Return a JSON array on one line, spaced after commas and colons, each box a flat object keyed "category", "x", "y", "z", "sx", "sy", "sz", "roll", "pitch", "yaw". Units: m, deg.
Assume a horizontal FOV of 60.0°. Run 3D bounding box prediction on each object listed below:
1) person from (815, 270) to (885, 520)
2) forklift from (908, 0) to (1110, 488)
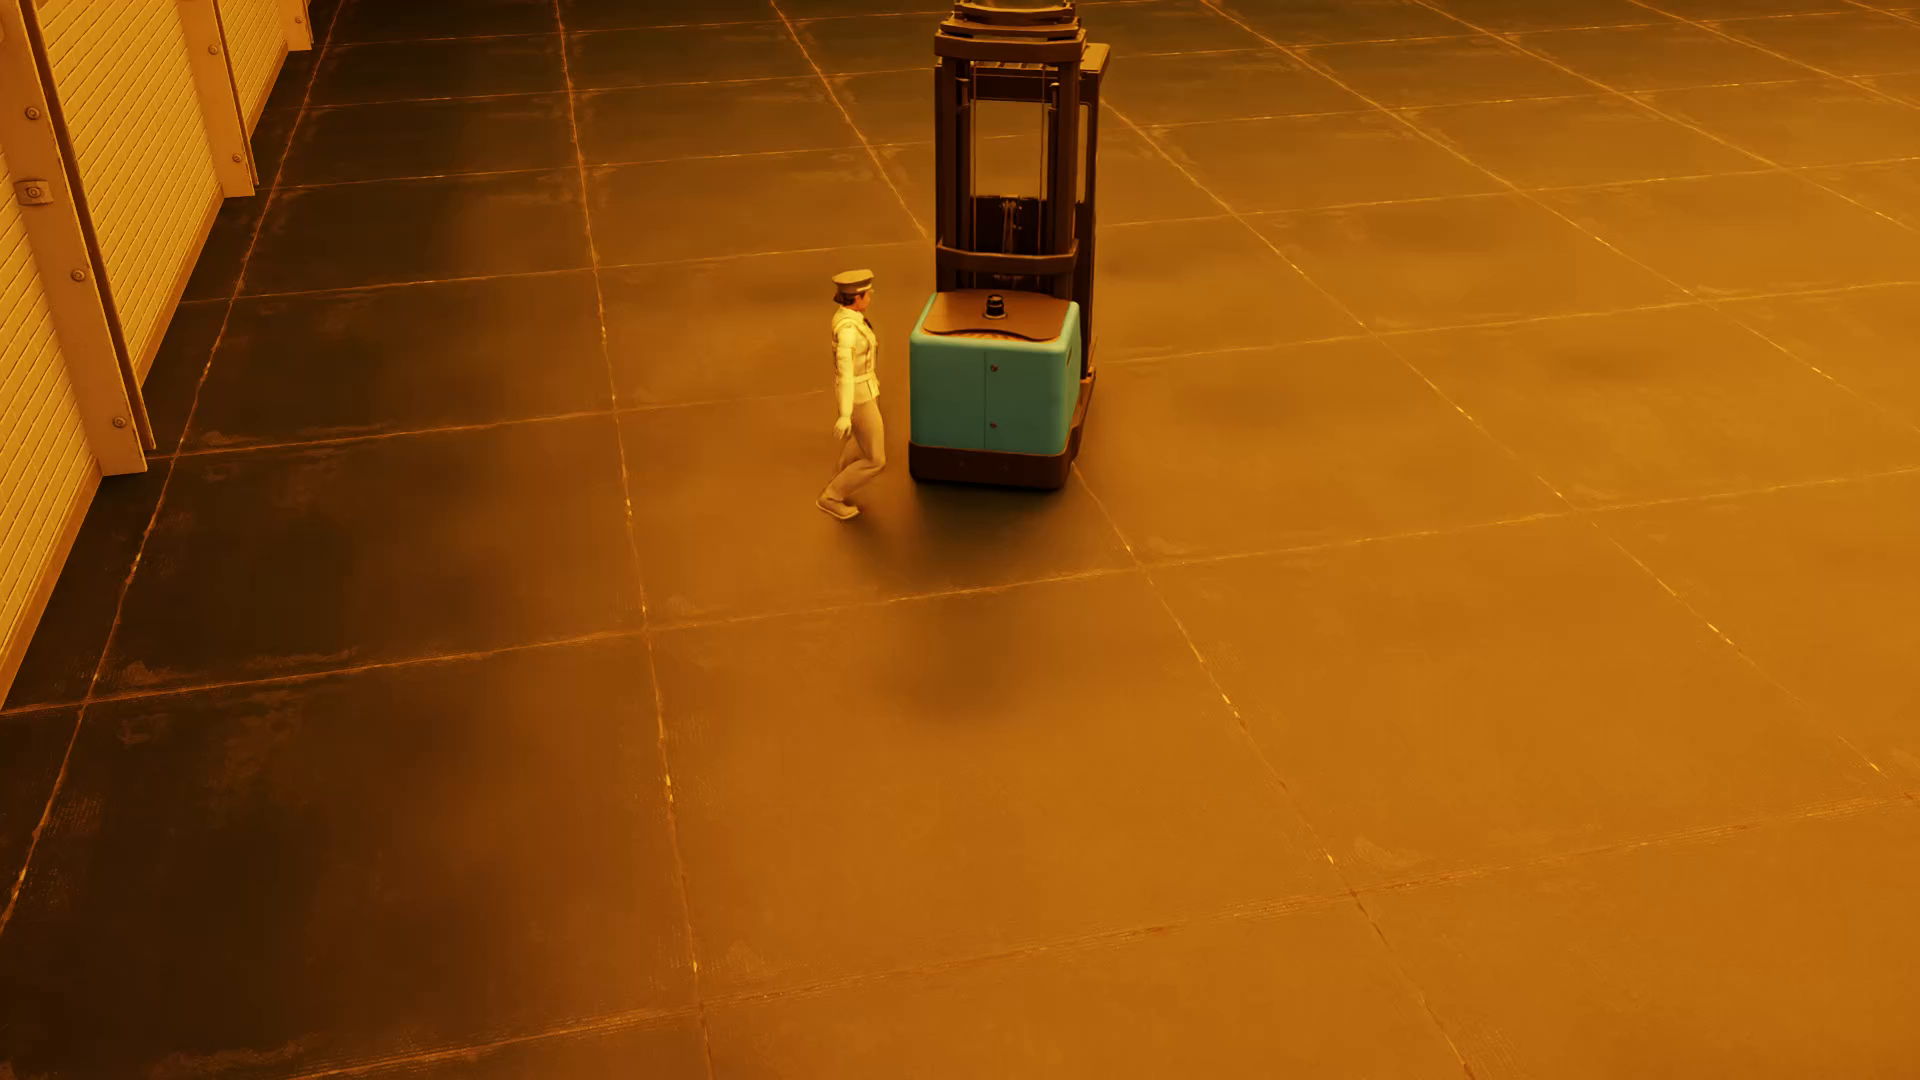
[{"category": "person", "x": -0.710, "y": -0.894, "z": 10.475, "sx": 0.453, "sy": 1.592, "sz": 0.813, "roll": -2, "pitch": 30, "yaw": -3}, {"category": "forklift", "x": 0.418, "y": -2.329, "z": 11.597, "sx": 1.130, "sy": 2.935, "sz": 3.031, "roll": 5, "pitch": 30, "yaw": 9}]
